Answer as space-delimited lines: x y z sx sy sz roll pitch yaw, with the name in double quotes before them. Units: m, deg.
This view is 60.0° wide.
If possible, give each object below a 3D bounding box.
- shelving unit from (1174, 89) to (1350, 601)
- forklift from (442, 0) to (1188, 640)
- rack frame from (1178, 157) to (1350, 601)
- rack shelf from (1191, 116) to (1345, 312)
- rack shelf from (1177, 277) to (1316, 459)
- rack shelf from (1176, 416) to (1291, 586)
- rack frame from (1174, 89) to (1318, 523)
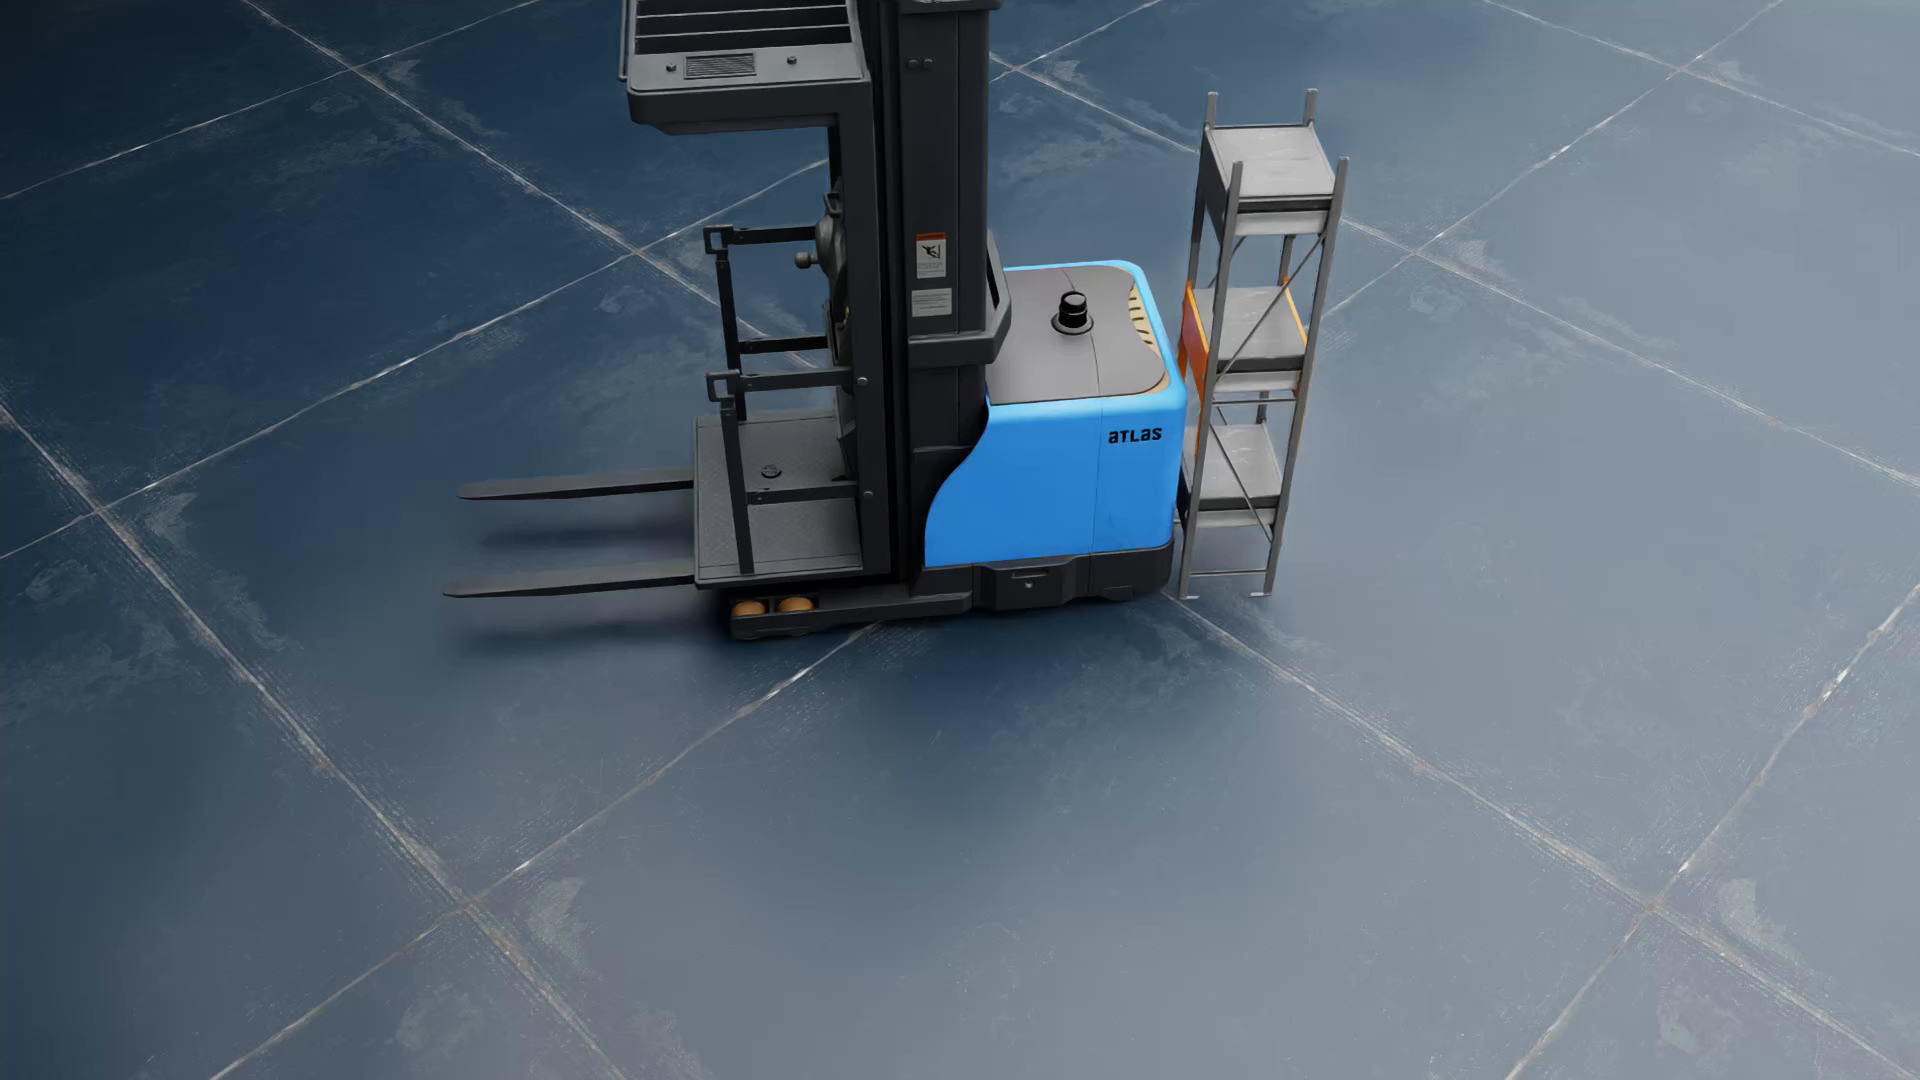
"shelving unit" 1.114 -0.692 6.568 0.431 2.100 0.503 -3 43 -3
"forklift" -0.656 -1.043 6.337 3.031 2.935 1.130 -5 43 -5
"rack frame" 1.131 -0.526 6.390 0.400 2.100 0.015 -3 43 -3
"rack shelf" 1.115 -1.196 6.103 0.431 0.518 0.480 -3 43 -3
"rack shelf" 1.114 -0.682 6.578 0.431 0.518 0.480 -3 43 -3
"rack shelf" 1.114 -0.168 7.053 0.431 0.518 0.480 -3 43 -3
"rack frame" 1.098 -0.857 6.747 0.400 2.100 0.015 -3 43 -3
